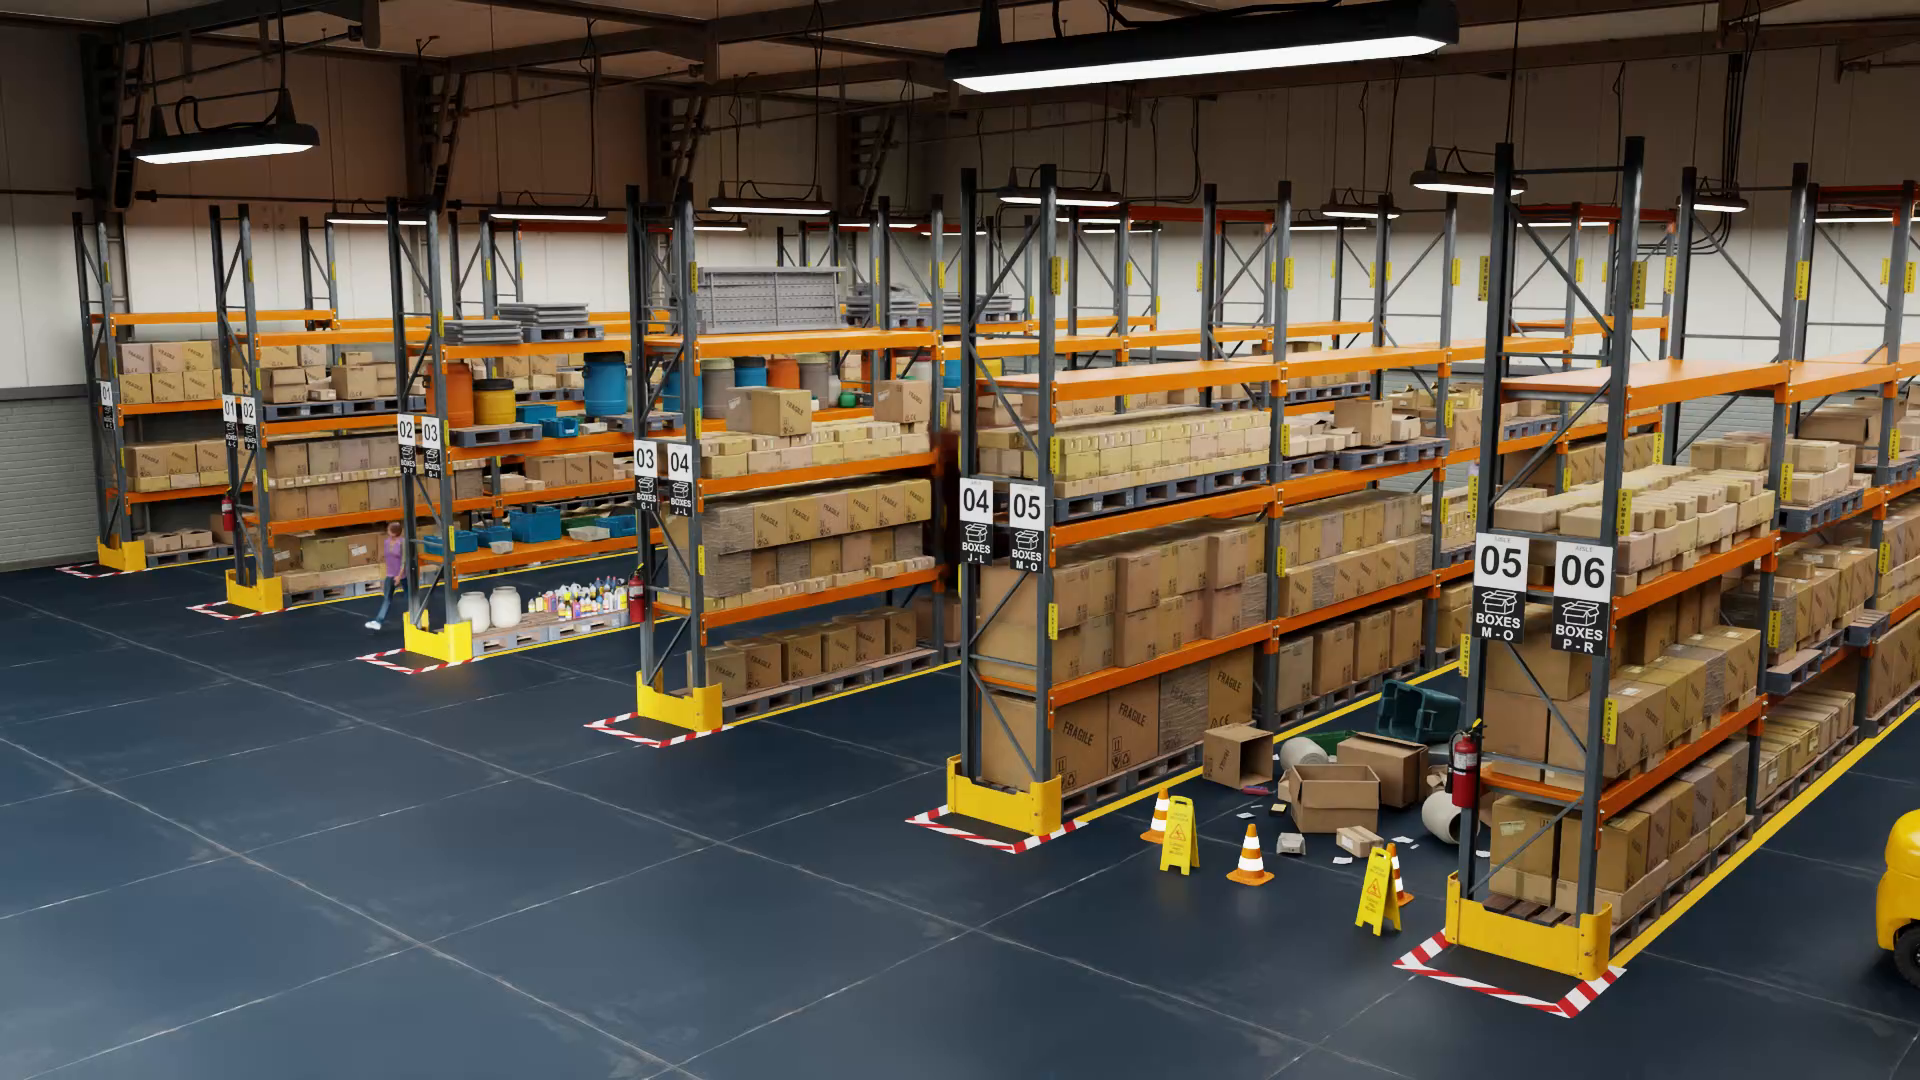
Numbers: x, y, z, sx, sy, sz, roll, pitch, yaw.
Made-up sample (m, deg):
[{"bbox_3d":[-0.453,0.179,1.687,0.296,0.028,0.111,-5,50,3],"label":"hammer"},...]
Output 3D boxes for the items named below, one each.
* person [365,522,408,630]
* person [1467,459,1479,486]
[{"bbox_3d":[-7.980,0.503,23.472,0.437,1.535,1.017,2,10,12],"label":"person"},{"bbox_3d":[9.950,-0.906,31.769,0.484,1.601,0.857,7,12,38],"label":"person"}]
